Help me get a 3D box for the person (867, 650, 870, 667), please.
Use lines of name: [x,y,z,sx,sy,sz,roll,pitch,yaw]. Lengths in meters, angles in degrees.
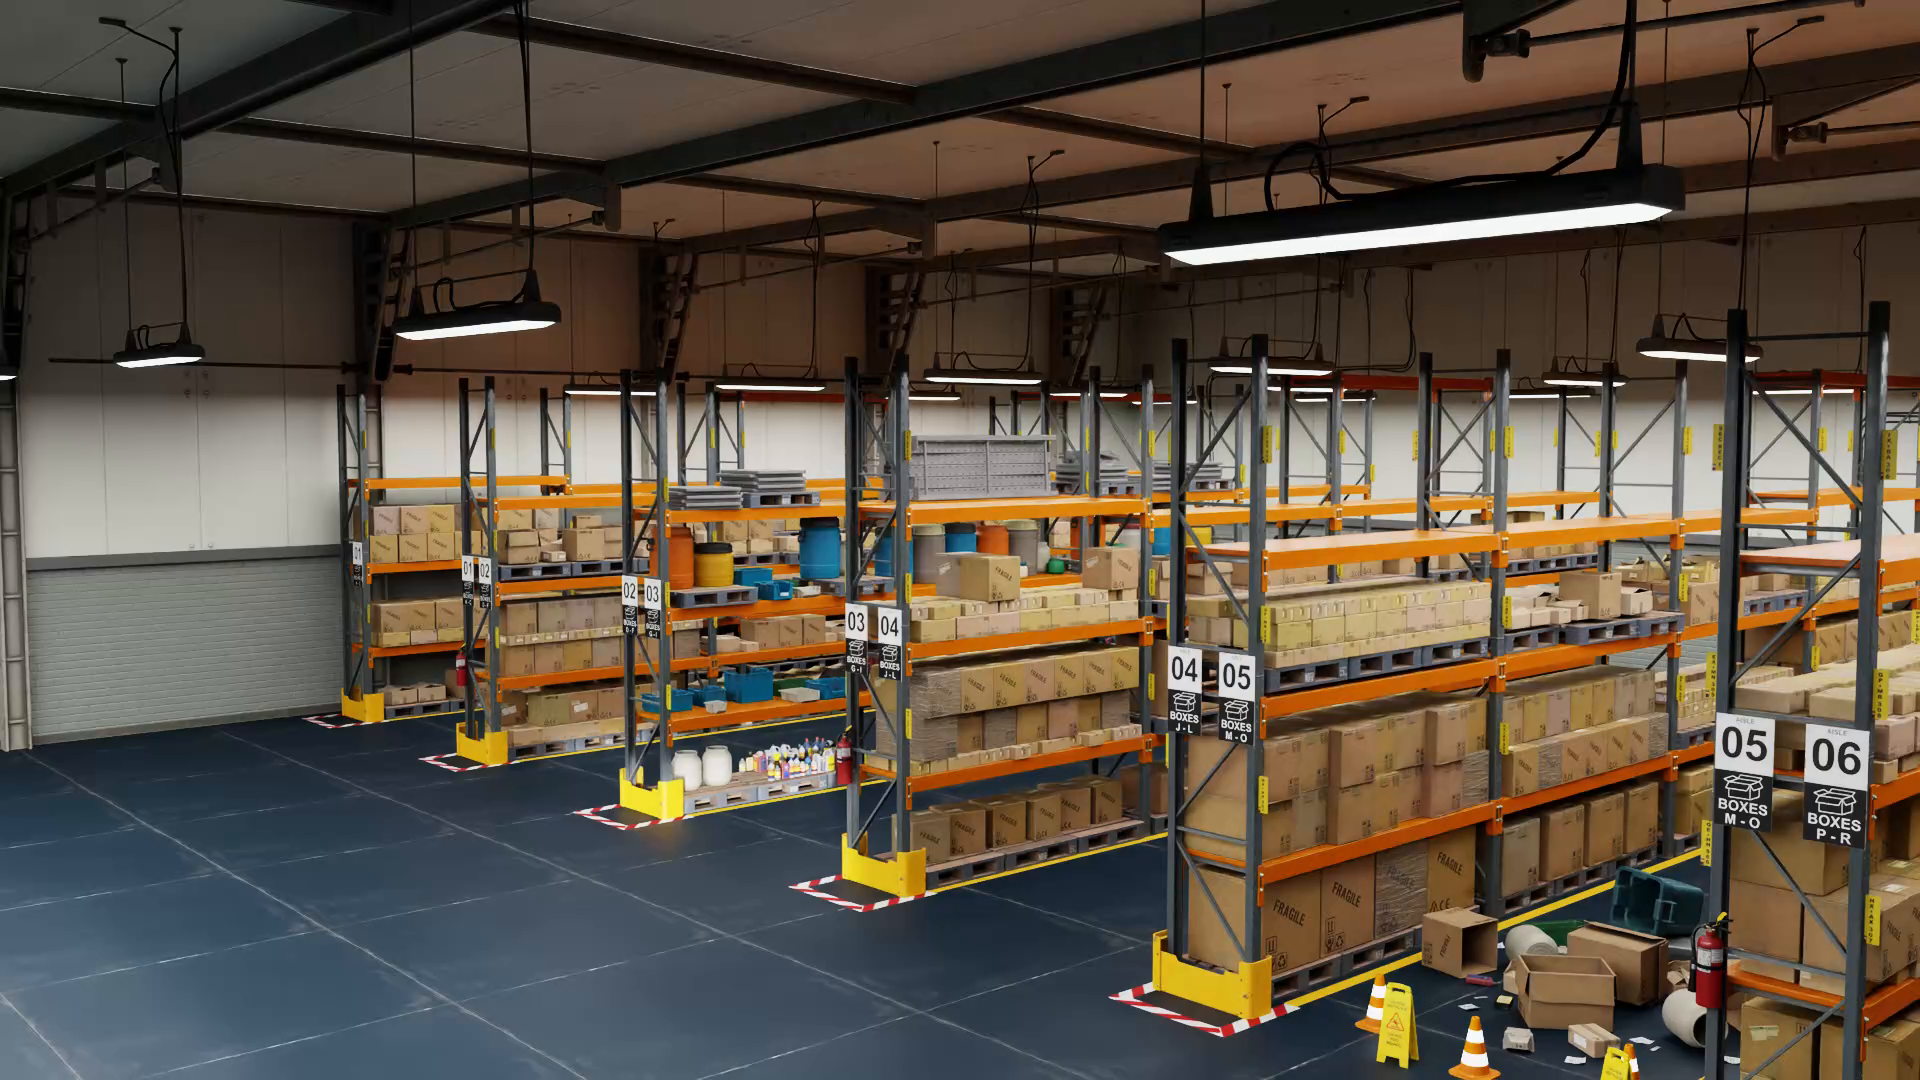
person: [-1.998,1.960,34.399,0.585,1.841,0.539,-1,4,-13]
